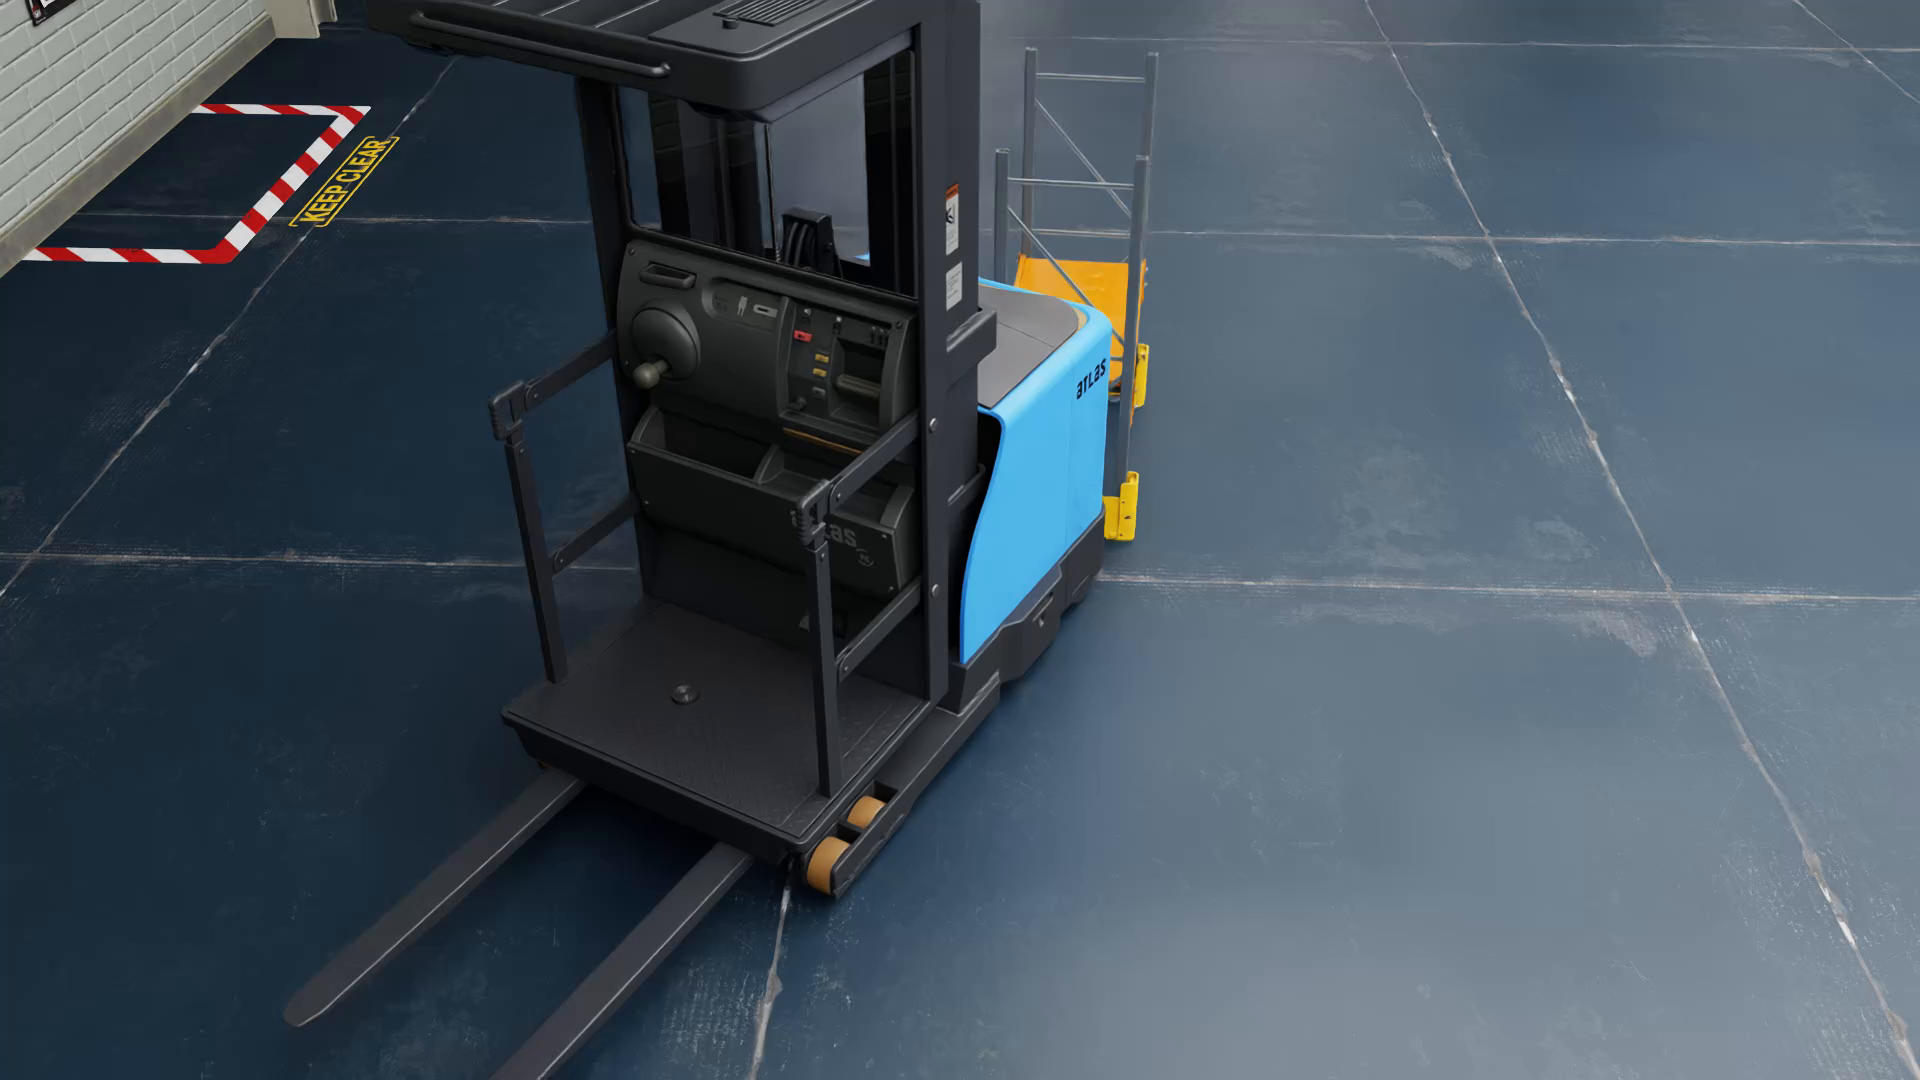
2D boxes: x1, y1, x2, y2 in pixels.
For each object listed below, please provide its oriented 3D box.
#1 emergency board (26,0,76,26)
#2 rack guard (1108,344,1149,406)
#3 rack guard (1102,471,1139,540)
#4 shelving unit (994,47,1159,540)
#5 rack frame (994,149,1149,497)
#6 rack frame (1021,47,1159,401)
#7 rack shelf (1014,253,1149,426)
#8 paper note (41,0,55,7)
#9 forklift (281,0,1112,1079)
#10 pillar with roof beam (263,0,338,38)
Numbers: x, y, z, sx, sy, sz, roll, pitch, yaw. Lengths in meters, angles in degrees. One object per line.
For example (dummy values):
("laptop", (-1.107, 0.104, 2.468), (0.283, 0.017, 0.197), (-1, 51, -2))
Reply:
("emergency board", (-4.536, -3.225, 8.231), (0.157, 1.169, 0.626), (1, 35, 2))
("rack guard", (0.497, -0.715, 7.050), (0.587, 0.250, 0.087), (4, 35, 6))
("rack guard", (0.369, -0.147, 6.242), (0.587, 0.250, 0.087), (4, 35, 6))
("shelving unit", (0.433, -0.942, 6.287), (0.587, 1.500, 1.083), (4, 35, 6))
("rack frame", (0.366, -0.647, 5.867), (0.500, 1.500, 0.032), (4, 35, 6))
("rack frame", (0.497, -1.227, 6.692), (0.500, 1.500, 0.032), (4, 35, 6))
("rack shelf", (0.432, -0.790, 6.383), (0.538, 0.185, 1.000), (4, 35, 6))
("paper note", (-4.594, -2.769, 8.348), (0.016, 0.148, 0.142), (1, 35, 2))
("forklift", (-0.656, -0.479, 4.382), (1.130, 2.935, 3.031), (18, 39, 24))
("pillar with roof beam", (-0.079, -7.004, 8.390), (9.100, 9.000, 0.400), (1, 35, 2))
